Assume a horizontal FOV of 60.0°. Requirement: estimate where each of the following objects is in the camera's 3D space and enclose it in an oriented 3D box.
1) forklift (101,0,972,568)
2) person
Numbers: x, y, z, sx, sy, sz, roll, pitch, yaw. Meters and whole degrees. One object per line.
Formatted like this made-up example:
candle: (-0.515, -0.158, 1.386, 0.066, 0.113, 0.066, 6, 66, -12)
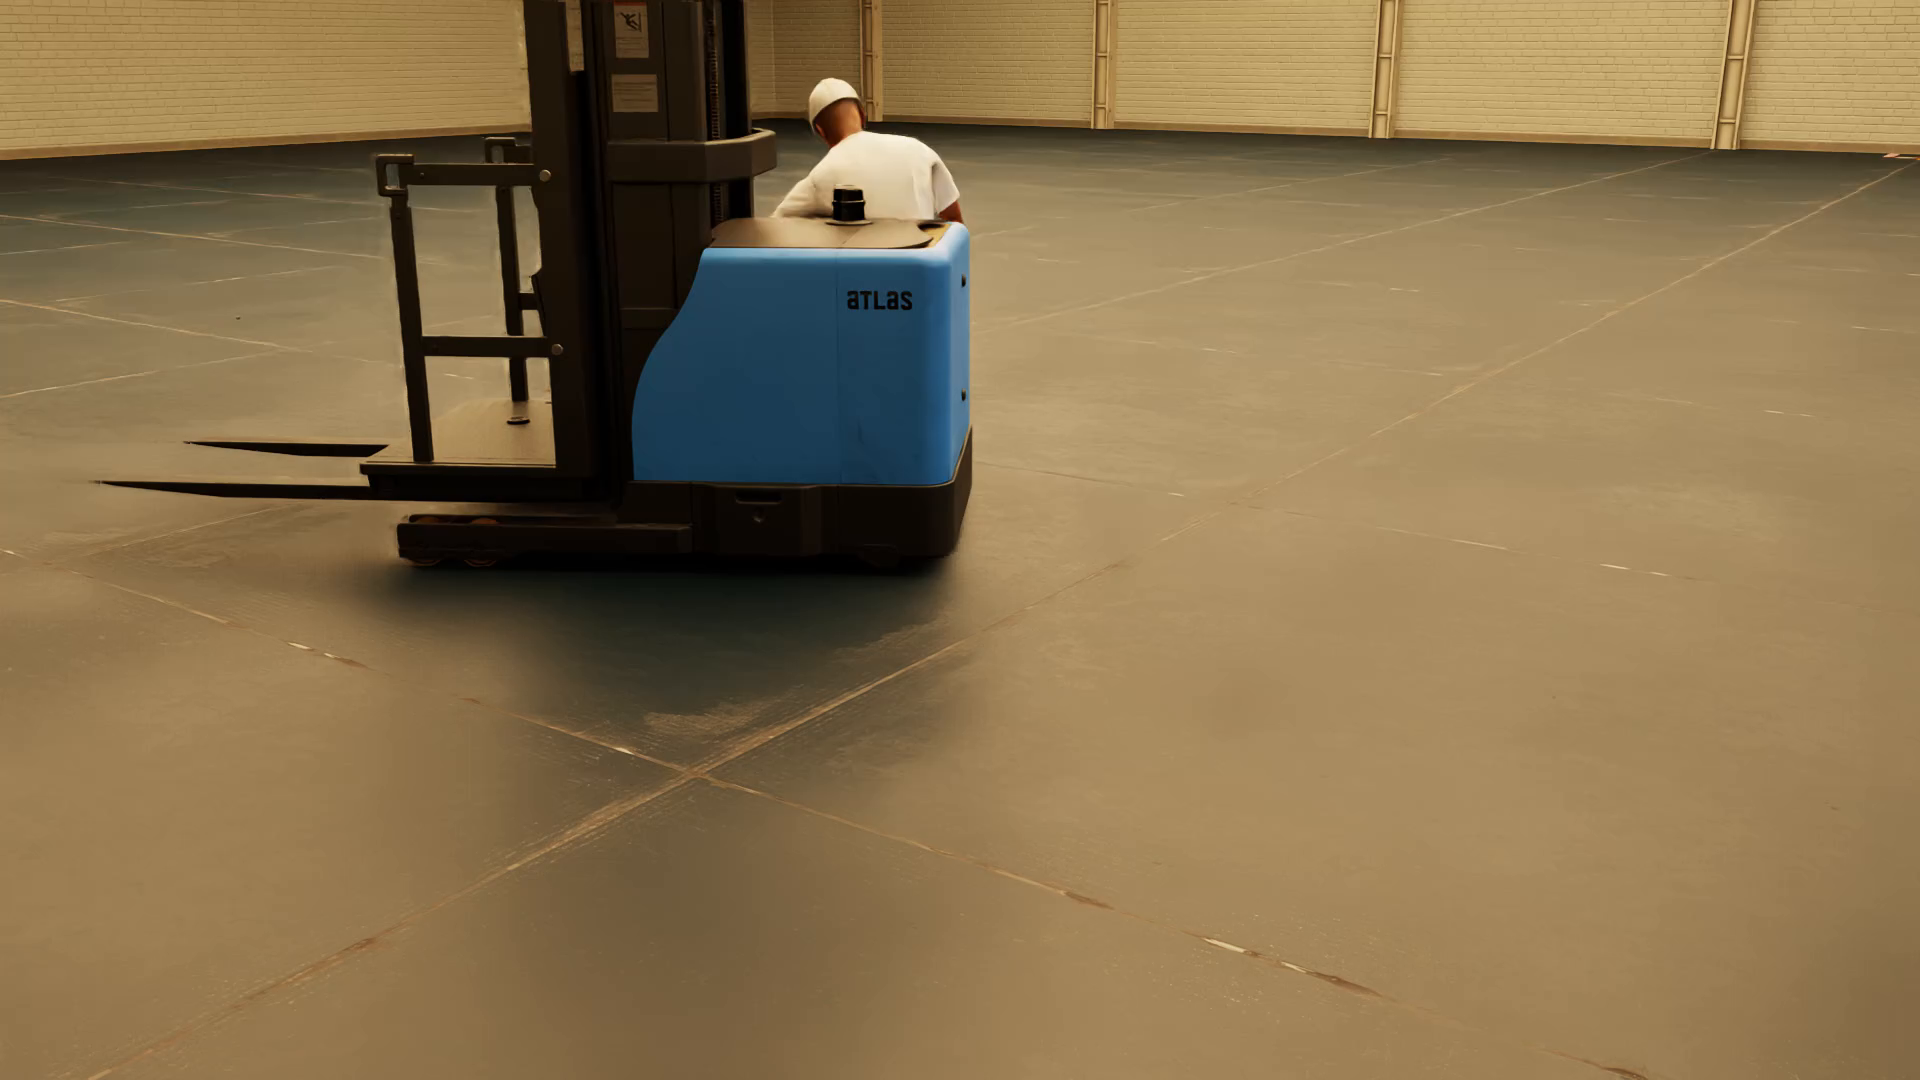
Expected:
forklift: (-1.496, -1.459, 5.713, 3.031, 2.935, 1.130, 1, 17, 4)
person: (-0.481, -1.005, 6.501, 0.970, 1.551, 0.965, -7, 18, -22)
